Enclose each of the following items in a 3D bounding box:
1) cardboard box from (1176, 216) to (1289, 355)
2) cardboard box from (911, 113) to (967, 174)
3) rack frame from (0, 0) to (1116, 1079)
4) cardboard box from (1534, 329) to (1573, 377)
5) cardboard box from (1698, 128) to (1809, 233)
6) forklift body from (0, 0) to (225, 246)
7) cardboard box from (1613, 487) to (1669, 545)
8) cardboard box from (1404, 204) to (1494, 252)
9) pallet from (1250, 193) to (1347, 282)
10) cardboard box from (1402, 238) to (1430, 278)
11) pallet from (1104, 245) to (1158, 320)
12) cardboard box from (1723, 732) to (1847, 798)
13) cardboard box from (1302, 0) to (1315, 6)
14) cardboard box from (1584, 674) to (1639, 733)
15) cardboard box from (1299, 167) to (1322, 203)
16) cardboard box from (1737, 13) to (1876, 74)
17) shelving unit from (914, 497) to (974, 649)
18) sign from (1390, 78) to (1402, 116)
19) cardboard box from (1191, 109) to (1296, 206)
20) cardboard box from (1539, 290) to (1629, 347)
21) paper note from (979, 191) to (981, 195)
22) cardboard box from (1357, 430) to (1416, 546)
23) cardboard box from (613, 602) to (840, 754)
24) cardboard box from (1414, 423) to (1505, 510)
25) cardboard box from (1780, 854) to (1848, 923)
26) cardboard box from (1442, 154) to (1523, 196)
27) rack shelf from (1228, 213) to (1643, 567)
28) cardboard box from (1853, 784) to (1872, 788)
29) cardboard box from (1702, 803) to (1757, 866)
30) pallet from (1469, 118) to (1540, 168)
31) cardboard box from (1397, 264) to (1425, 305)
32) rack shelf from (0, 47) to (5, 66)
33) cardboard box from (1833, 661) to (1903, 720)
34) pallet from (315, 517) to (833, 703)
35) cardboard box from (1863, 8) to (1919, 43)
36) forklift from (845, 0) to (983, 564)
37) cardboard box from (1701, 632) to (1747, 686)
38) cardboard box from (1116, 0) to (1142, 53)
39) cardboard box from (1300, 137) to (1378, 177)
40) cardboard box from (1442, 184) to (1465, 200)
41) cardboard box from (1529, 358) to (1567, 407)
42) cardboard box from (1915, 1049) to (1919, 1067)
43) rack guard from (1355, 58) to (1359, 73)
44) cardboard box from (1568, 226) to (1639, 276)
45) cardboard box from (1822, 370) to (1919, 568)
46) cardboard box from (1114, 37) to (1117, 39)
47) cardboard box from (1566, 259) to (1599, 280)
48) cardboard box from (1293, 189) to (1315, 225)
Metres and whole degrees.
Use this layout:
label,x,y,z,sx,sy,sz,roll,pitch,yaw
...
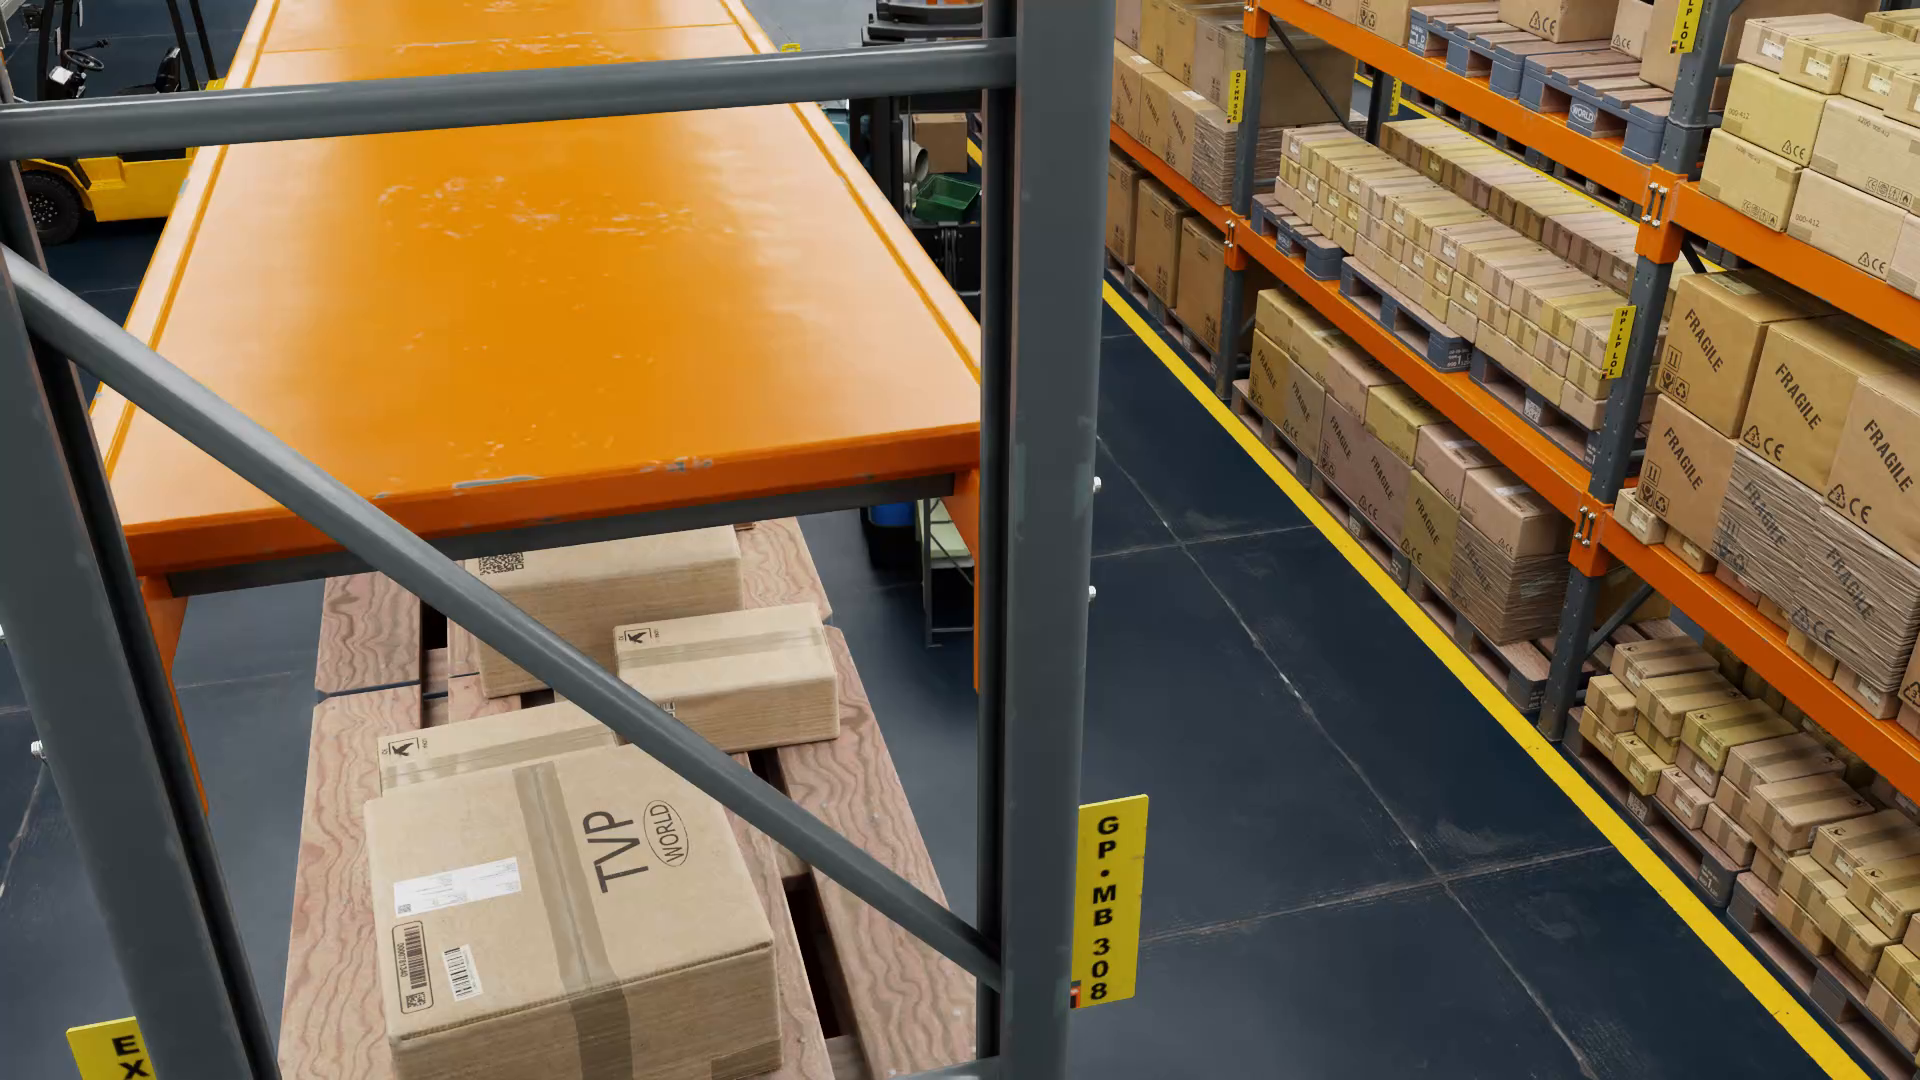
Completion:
label,x,y,z,sx,sy,sz,roll,pitch,yaw
cardboard box,2.185,-1.855,11.786,1.050,0.750,0.750,-8,31,-14
cardboard box,-0.203,-3.805,15.822,0.500,0.500,0.500,-3,30,-5
rack frame,-0.366,-0.366,1.399,0.949,2.616,0.053,-8,31,-13
cardboard box,2.954,-0.903,7.851,0.380,0.149,0.250,-8,31,-13
cardboard box,3.190,-1.383,6.301,0.500,0.250,0.500,-6,31,-11
forklift body,-7.132,-3.795,14.159,2.313,2.155,1.214,-8,31,-13
cardboard box,3.081,-0.120,7.213,0.380,0.149,0.250,-7,31,-11
cardboard box,2.609,-1.667,8.873,0.380,0.149,0.250,-8,31,-14
pallet,2.552,-1.927,10.277,1.213,0.211,1.003,-8,31,-13
cardboard box,2.613,-1.531,8.935,0.380,0.149,0.250,-7,31,-11
pallet,1.803,-2.113,13.189,1.003,0.211,1.213,-8,31,-13
cardboard box,3.435,0.959,6.931,0.380,0.149,0.250,-9,31,-15
cardboard box,2.155,-3.371,9.485,0.500,0.500,0.500,-8,31,-13
cardboard box,3.109,0.732,7.620,0.380,0.149,0.250,-6,31,-11
cardboard box,2.268,-2.151,10.007,0.380,0.149,0.250,-6,31,-11
cardboard box,3.165,-1.858,6.224,0.380,0.149,0.250,-8,31,-14
shelving unit,-0.013,-0.274,8.725,0.431,1.500,0.755,-2,30,-4
sign,2.780,-2.884,10.662,0.100,0.325,0.005,-8,31,-13
cardboard box,1.881,-2.566,11.088,0.500,0.500,0.500,-8,31,-13
cardboard box,2.954,-1.037,7.784,0.380,0.149,0.250,-9,31,-15
paper note,0.146,-3.192,15.234,0.142,0.020,0.147,19,35,29
cardboard box,2.614,-0.329,9.399,0.500,0.500,0.500,-9,31,-14
cardboard box,-0.430,0.260,3.044,0.380,0.149,0.250,-7,31,-11
cardboard box,2.756,-0.409,8.790,0.500,0.250,0.500,-6,31,-11
cardboard box,3.487,1.353,6.549,0.380,0.149,0.250,-8,31,-14
cardboard box,3.040,-2.119,9.654,0.380,0.149,0.250,-7,31,-12
rack shelf,2.791,-1.063,9.311,1.077,0.370,4.000,-8,31,-13
cardboard box,3.855,1.015,7.132,0.380,0.149,0.250,-8,31,-13
cardboard box,3.410,1.220,7.075,0.380,0.149,0.250,-8,31,-14
pallet,5.795,-3.996,16.443,1.003,0.211,1.213,-8,31,-13
cardboard box,2.605,-1.405,9.014,0.380,0.149,0.250,-9,31,-15
rack shelf,-8.863,-3.558,13.621,1.077,0.370,4.000,-8,31,-13
cardboard box,3.477,0.510,6.125,0.380,0.149,0.250,-7,31,-11
pallet,-0.897,0.023,3.810,1.003,0.211,1.213,-8,31,-13
cardboard box,3.668,-1.916,6.325,0.380,0.149,0.250,-9,31,-16
forklift,-0.105,-1.846,10.013,1.130,2.935,3.031,-2,30,-4
cardboard box,3.667,0.523,7.684,0.380,0.149,0.250,-7,31,-12
cardboard box,1.608,-4.017,12.598,0.700,0.500,0.500,-8,31,-13
cardboard box,2.269,-2.293,9.954,0.380,0.149,0.250,-9,31,-15
cardboard box,3.041,-1.988,9.725,0.380,0.149,0.250,-8,31,-13
cardboard box,2.955,-0.773,7.922,0.380,0.149,0.250,-8,31,-13
cardboard box,3.683,1.867,5.957,0.380,0.149,0.250,-9,31,-15
rack guard,4.965,-5.696,19.093,1.175,0.500,0.348,-8,31,-13
cardboard box,3.382,-1.493,8.573,0.380,0.149,0.250,-8,31,-14
cardboard box,3.462,-0.267,5.822,0.500,0.500,0.500,-7,31,-12
cardboard box,1.213,-3.782,13.190,0.500,0.500,0.500,-8,31,-13
cardboard box,3.377,-1.367,8.652,0.380,0.149,0.250,-7,31,-11
cardboard box,2.255,-2.041,10.113,0.380,0.149,0.250,-6,31,-11
